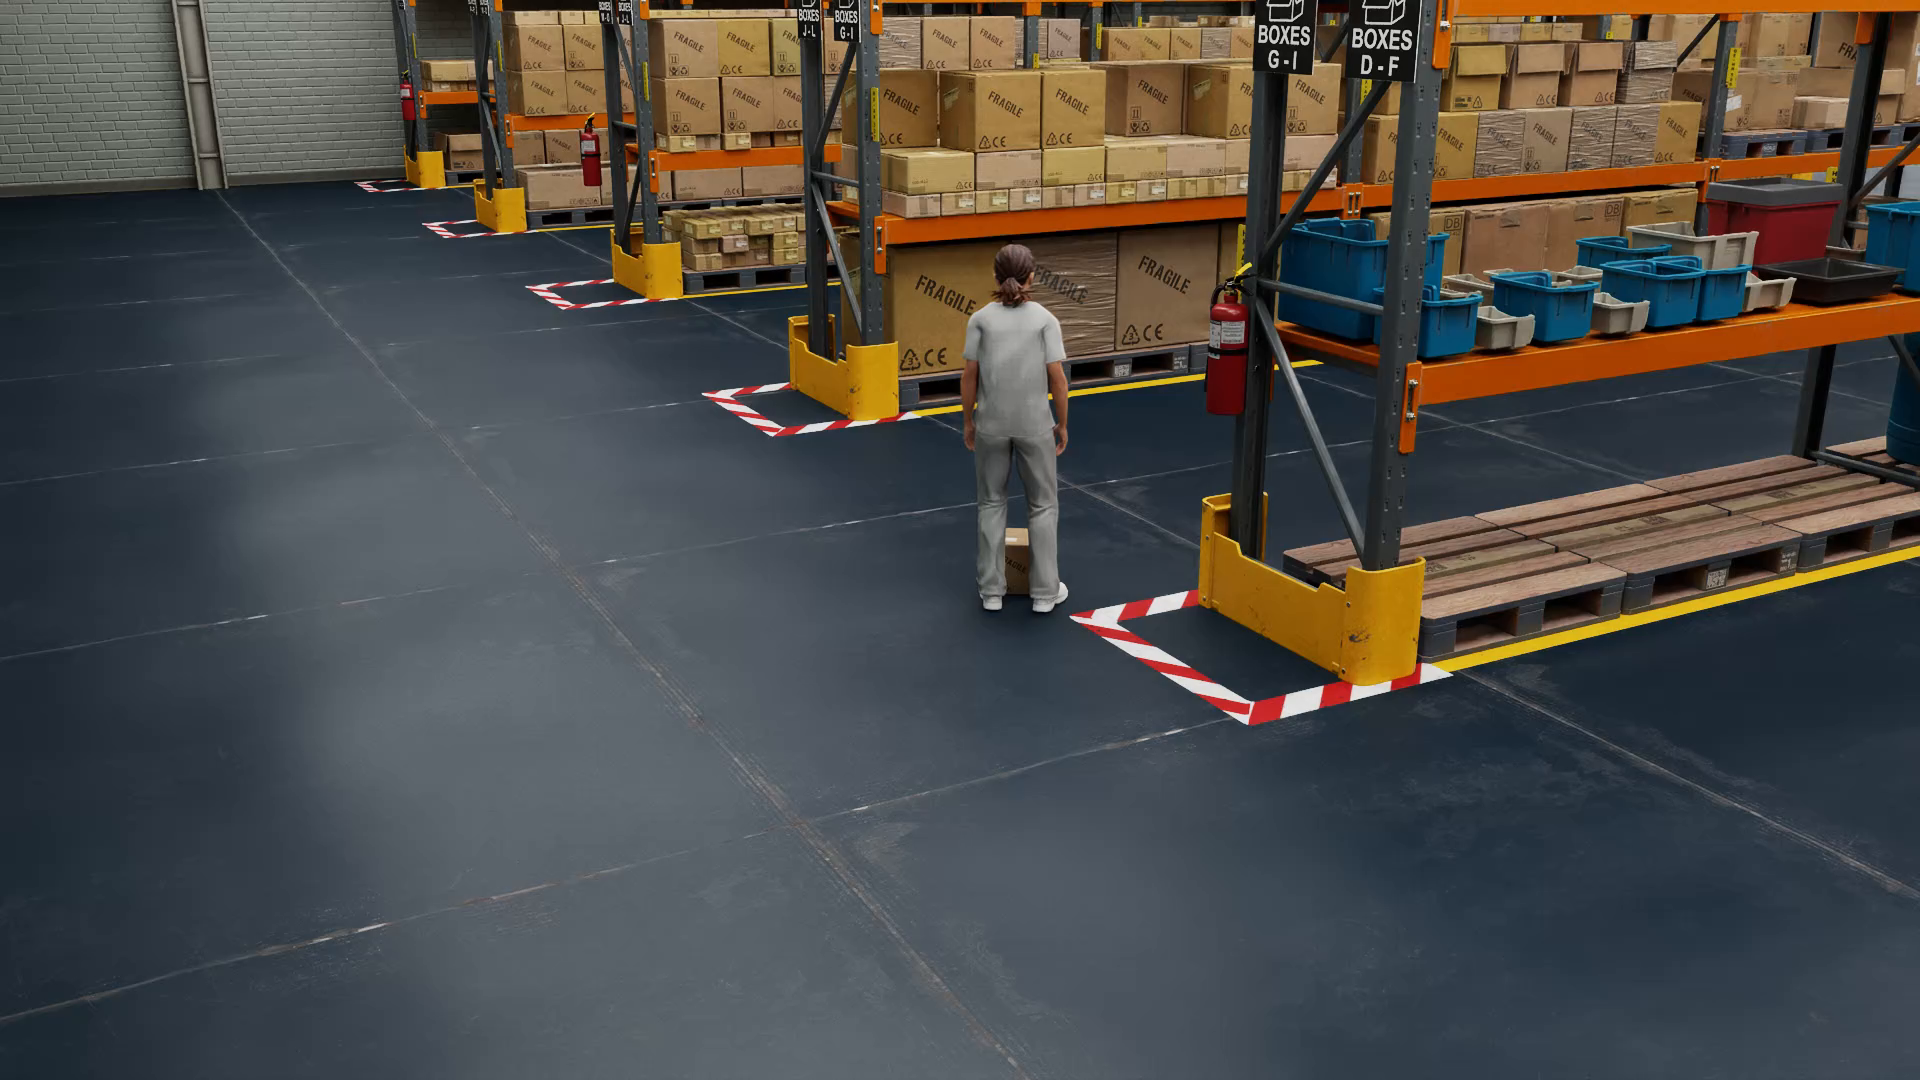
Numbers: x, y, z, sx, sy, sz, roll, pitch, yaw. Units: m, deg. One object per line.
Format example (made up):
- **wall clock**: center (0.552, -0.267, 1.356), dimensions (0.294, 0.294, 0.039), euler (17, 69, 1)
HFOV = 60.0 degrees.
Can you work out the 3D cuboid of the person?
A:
- **person**: center (0.250, -0.495, 7.538), dimensions (0.490, 1.673, 0.354), euler (3, 19, 8)
